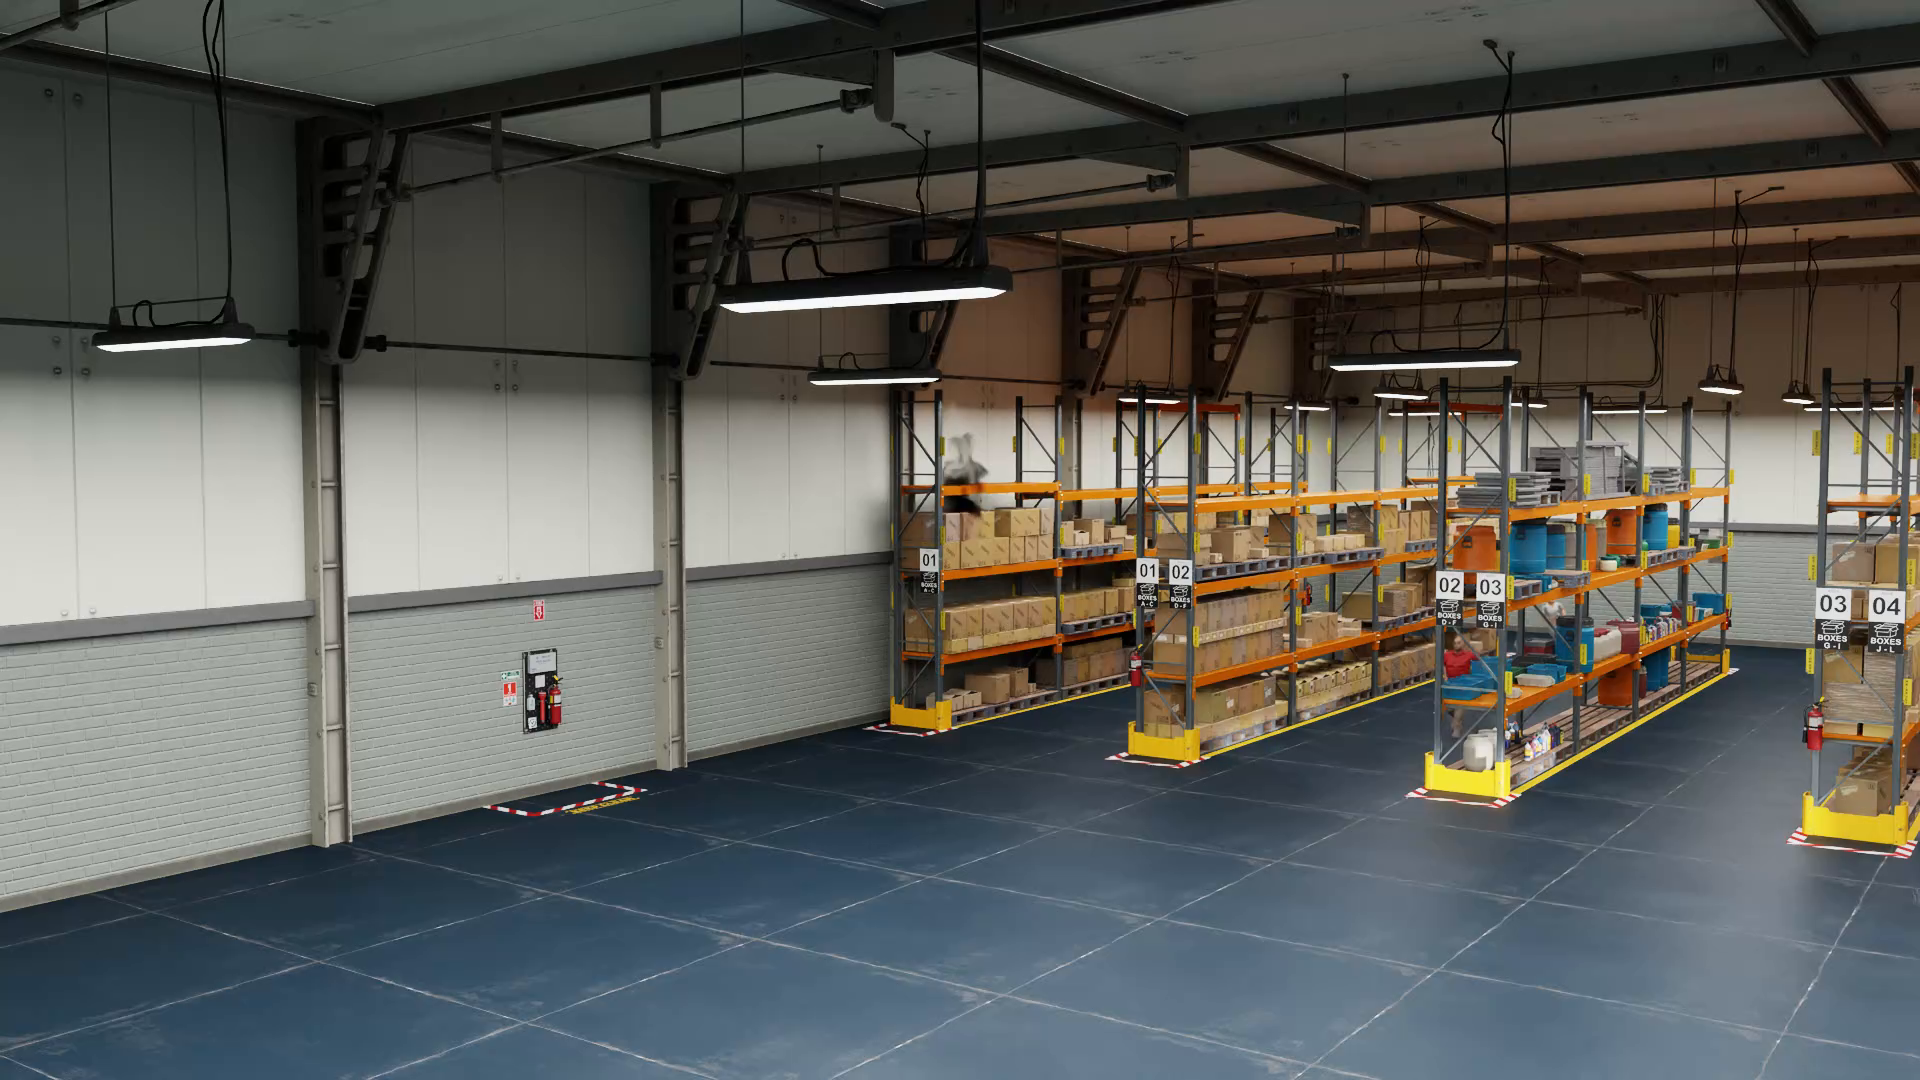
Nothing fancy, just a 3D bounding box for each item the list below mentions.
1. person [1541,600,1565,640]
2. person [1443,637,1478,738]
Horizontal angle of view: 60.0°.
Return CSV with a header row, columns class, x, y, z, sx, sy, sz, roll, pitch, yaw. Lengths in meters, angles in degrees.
class,x,y,z,sx,sy,sz,roll,pitch,yaw
person,13.837,2.019,38.693,0.634,1.629,0.616,1,3,13
person,8.660,2.538,28.836,0.690,1.719,0.726,2,4,32
